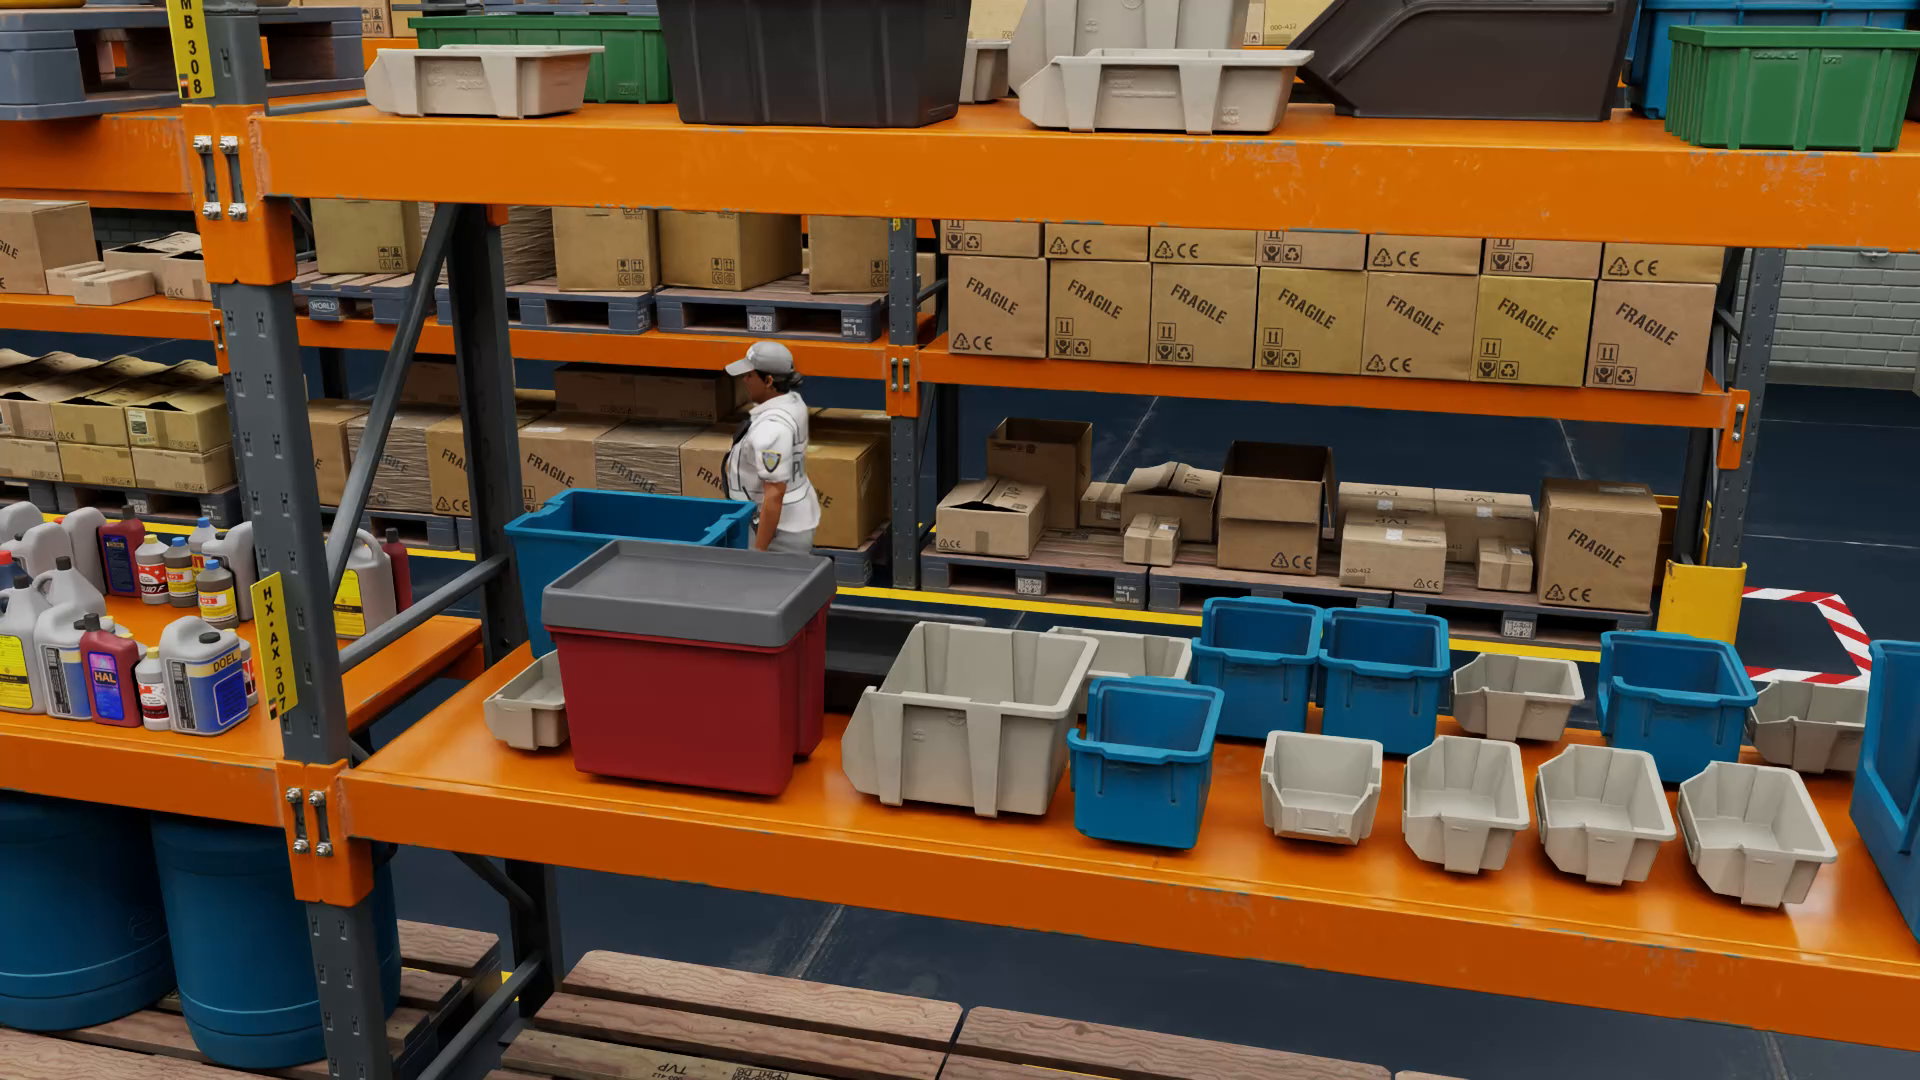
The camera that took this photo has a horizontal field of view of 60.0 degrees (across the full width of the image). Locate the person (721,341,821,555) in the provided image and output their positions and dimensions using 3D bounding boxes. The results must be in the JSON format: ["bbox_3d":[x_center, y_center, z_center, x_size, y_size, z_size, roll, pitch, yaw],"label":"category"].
[{"bbox_3d":[-0.793,-0.036,7.099,0.486,1.668,0.573,0,18,1],"label":"person"}]
